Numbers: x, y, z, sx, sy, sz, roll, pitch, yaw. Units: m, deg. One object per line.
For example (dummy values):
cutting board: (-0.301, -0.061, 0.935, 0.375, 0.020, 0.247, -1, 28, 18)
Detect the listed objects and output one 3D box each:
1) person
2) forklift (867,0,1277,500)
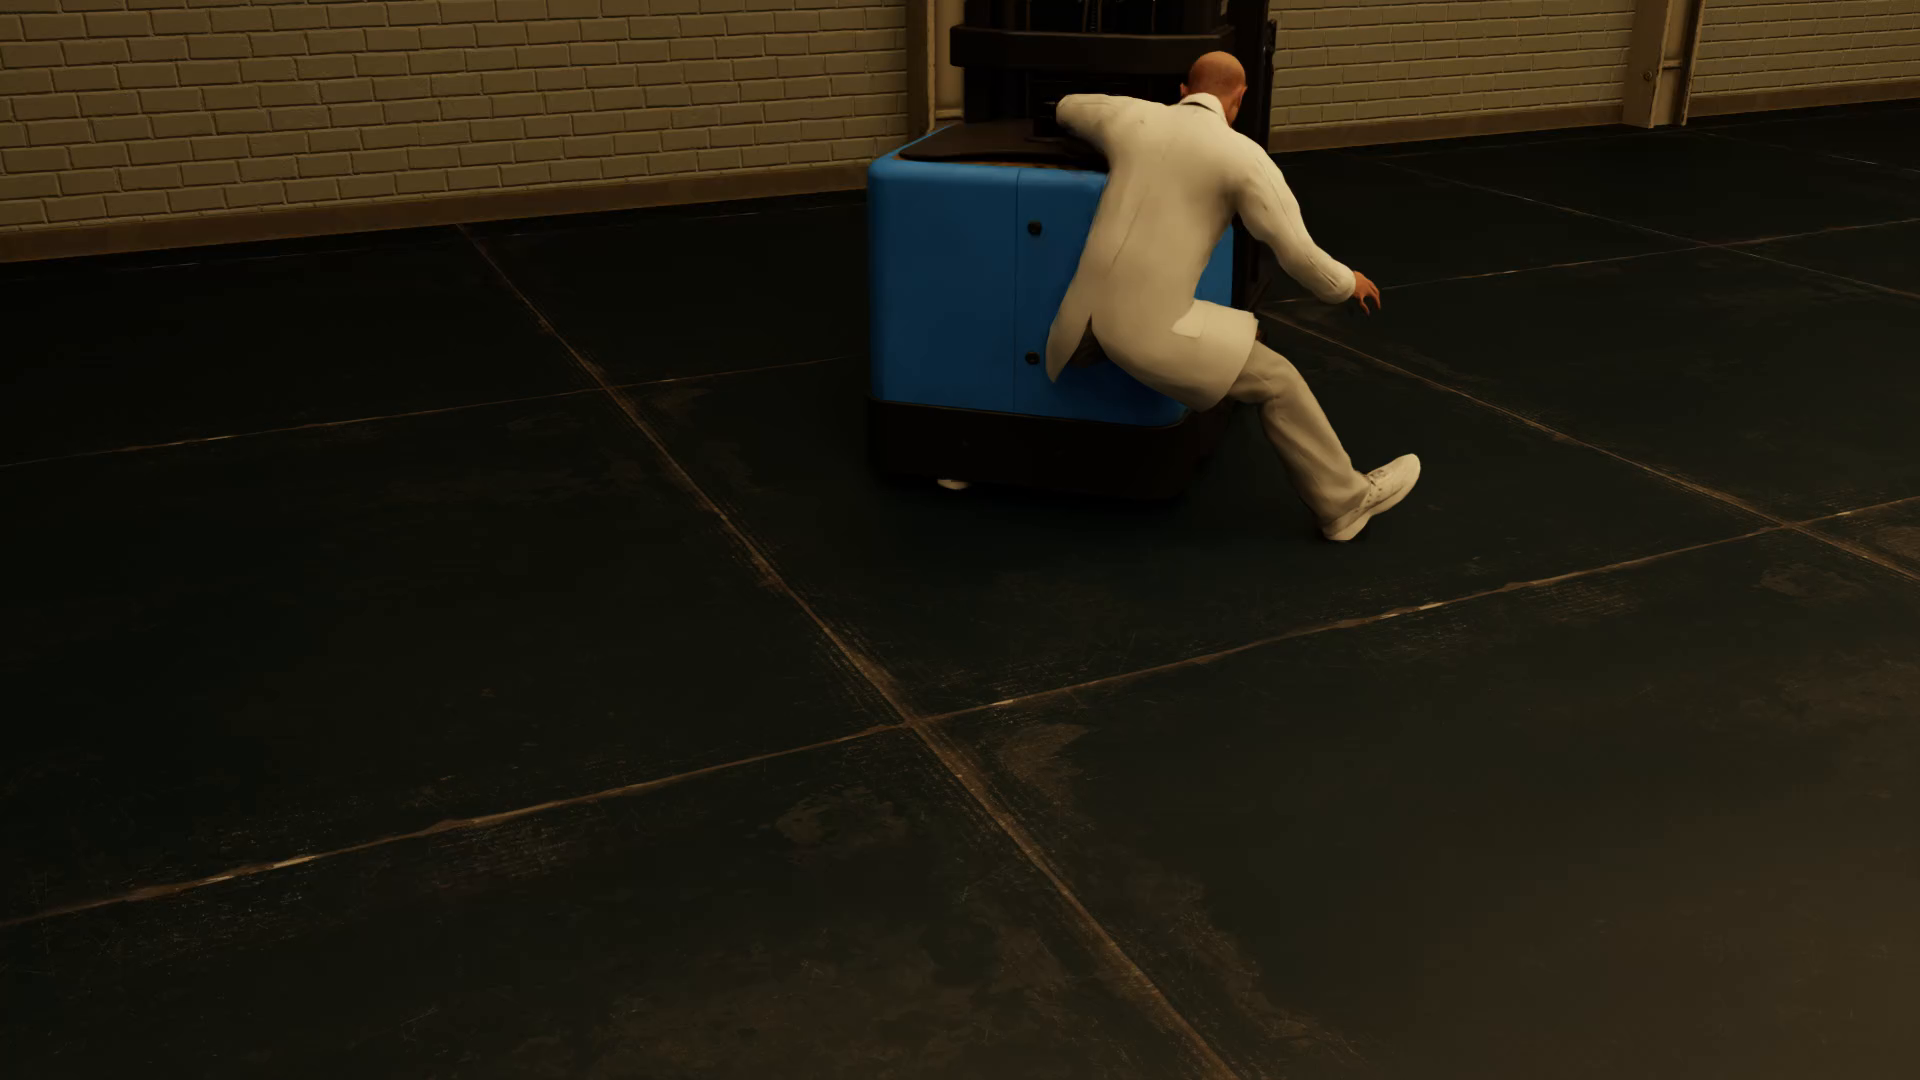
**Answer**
person: (0.654, -0.738, 5.098, 0.943, 1.414, 1.314, -17, 28, -36)
forklift: (0.624, -2.014, 6.135, 1.130, 2.935, 3.031, 7, 24, 16)
